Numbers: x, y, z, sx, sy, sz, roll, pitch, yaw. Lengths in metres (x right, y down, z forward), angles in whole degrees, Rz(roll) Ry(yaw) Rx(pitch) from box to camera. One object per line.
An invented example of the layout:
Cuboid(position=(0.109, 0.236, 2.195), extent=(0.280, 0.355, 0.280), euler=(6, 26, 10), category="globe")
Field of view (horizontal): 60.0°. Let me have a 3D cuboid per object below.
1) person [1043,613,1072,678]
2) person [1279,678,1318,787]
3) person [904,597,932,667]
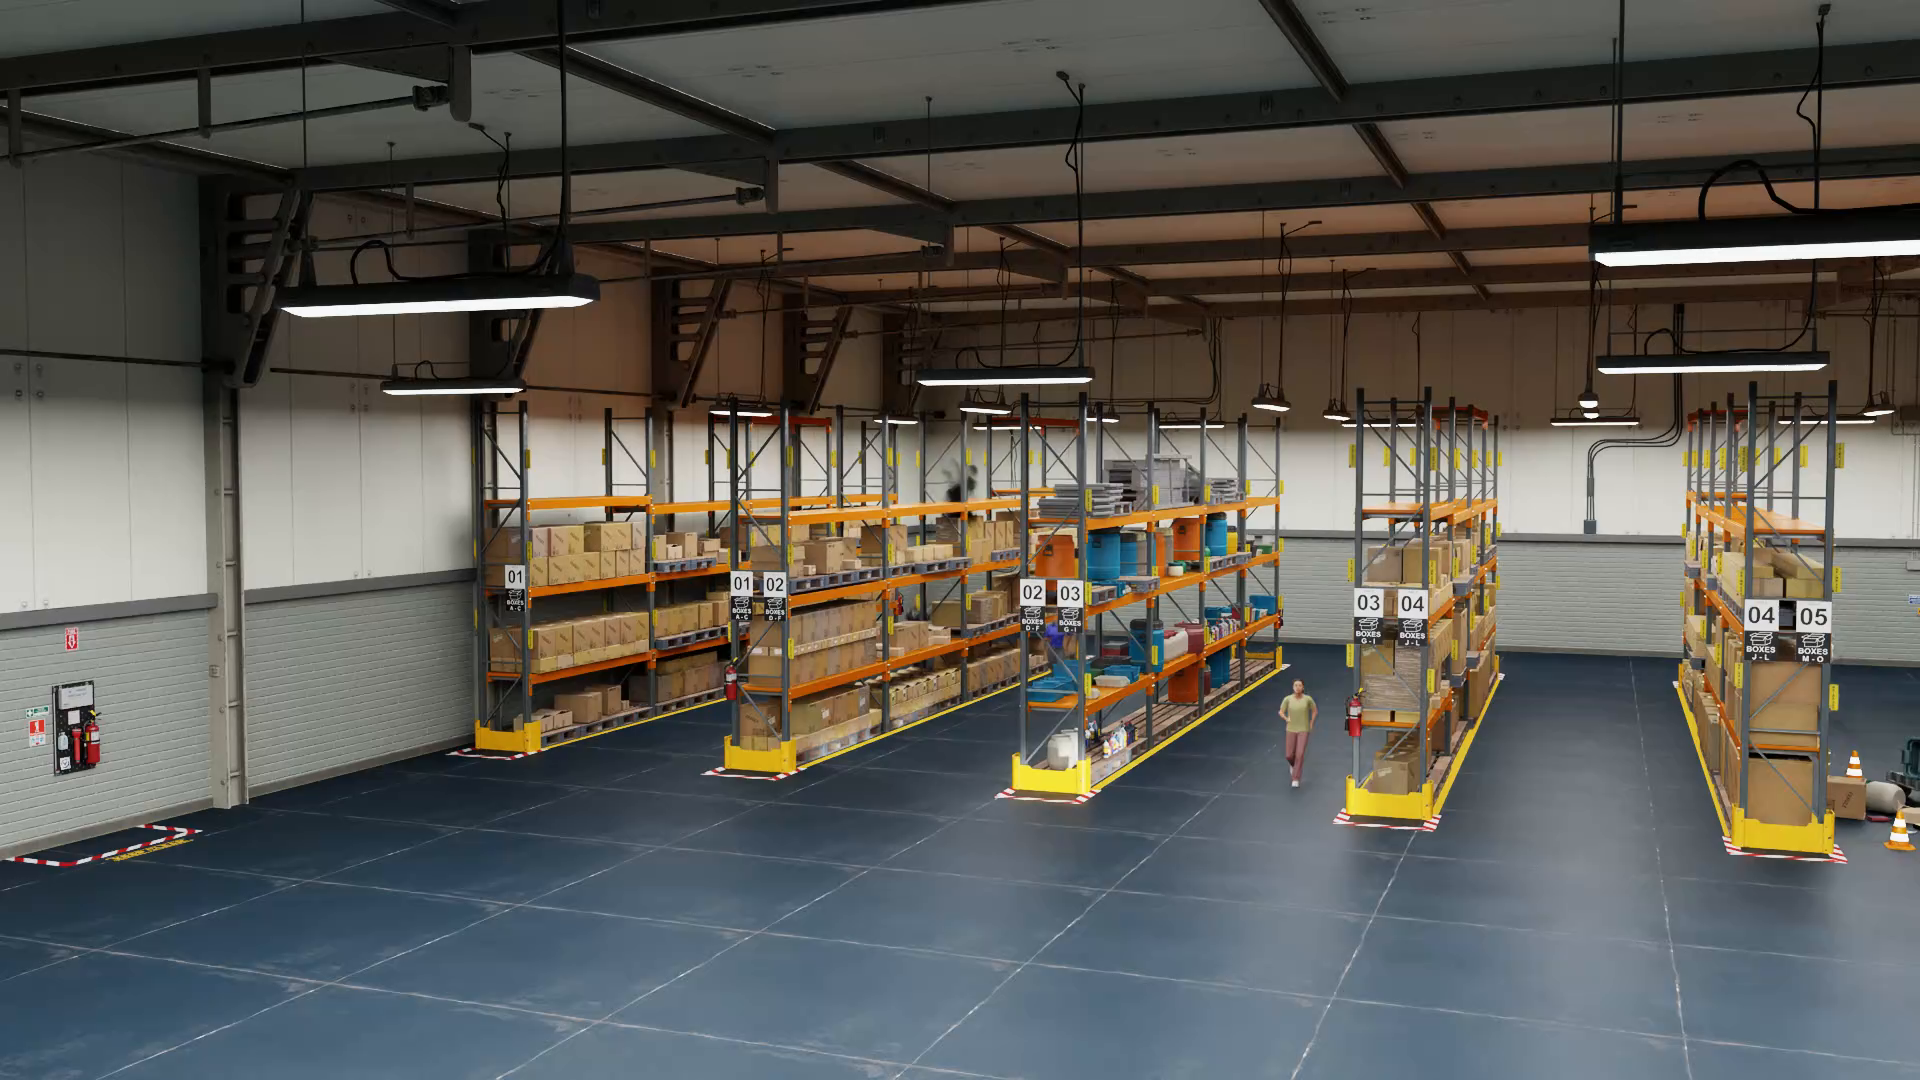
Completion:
Cuboid(position=(1.886, 2.280, 32.774), extent=(0.575, 1.691, 0.821), euler=(1, 3, 14), category="person")
Cuboid(position=(5.199, 2.952, 25.574), extent=(0.583, 1.604, 0.701), euler=(1, 3, 14), category="person")
Cuboid(position=(-0.960, 2.099, 36.531), extent=(0.657, 1.693, 0.562), euler=(1, 3, 17), category="person")
